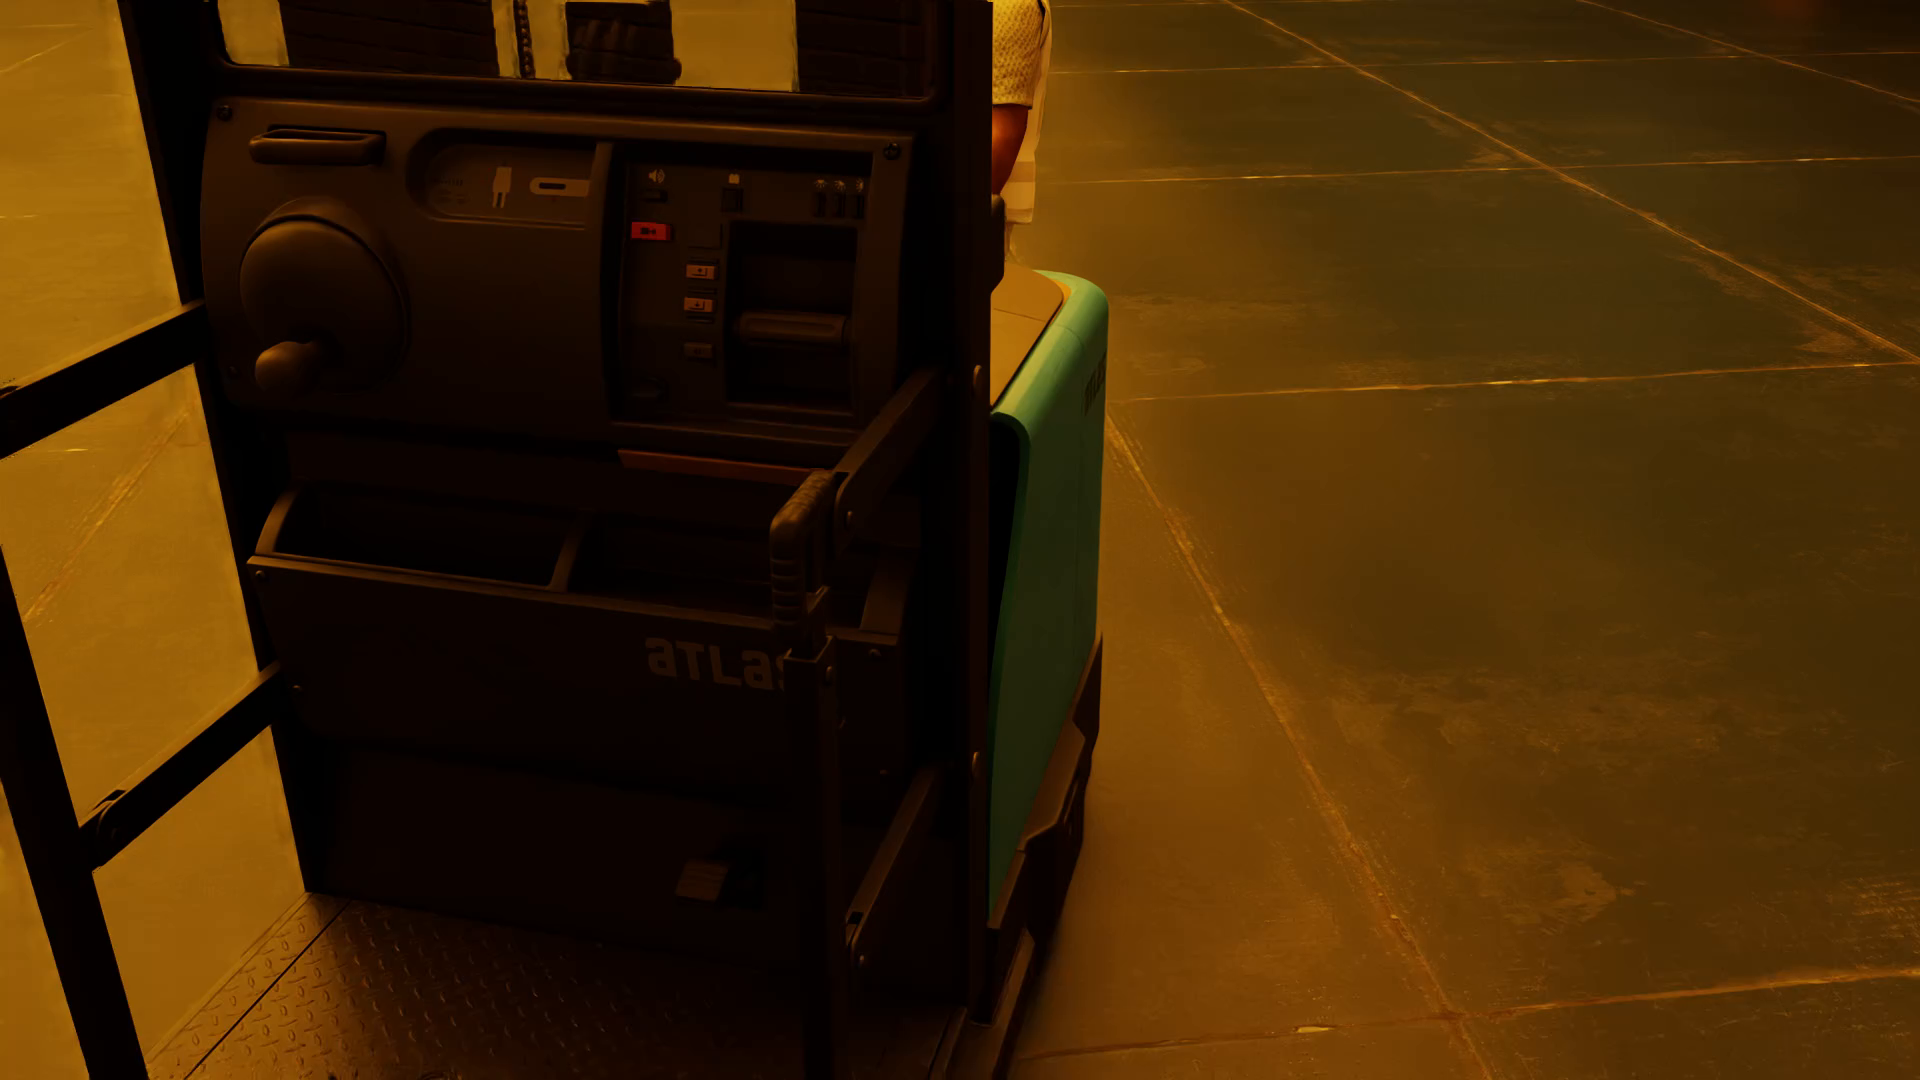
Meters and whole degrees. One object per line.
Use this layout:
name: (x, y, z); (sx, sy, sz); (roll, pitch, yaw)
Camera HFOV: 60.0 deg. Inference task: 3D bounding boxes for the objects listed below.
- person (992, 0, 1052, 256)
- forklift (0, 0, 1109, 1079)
person: (-0.072, -0.845, 4.197); (0.577, 1.781, 0.656); (-3, 26, -7)
forklift: (-0.562, -0.299, 1.851); (1.130, 2.935, 3.031); (6, 26, 13)
